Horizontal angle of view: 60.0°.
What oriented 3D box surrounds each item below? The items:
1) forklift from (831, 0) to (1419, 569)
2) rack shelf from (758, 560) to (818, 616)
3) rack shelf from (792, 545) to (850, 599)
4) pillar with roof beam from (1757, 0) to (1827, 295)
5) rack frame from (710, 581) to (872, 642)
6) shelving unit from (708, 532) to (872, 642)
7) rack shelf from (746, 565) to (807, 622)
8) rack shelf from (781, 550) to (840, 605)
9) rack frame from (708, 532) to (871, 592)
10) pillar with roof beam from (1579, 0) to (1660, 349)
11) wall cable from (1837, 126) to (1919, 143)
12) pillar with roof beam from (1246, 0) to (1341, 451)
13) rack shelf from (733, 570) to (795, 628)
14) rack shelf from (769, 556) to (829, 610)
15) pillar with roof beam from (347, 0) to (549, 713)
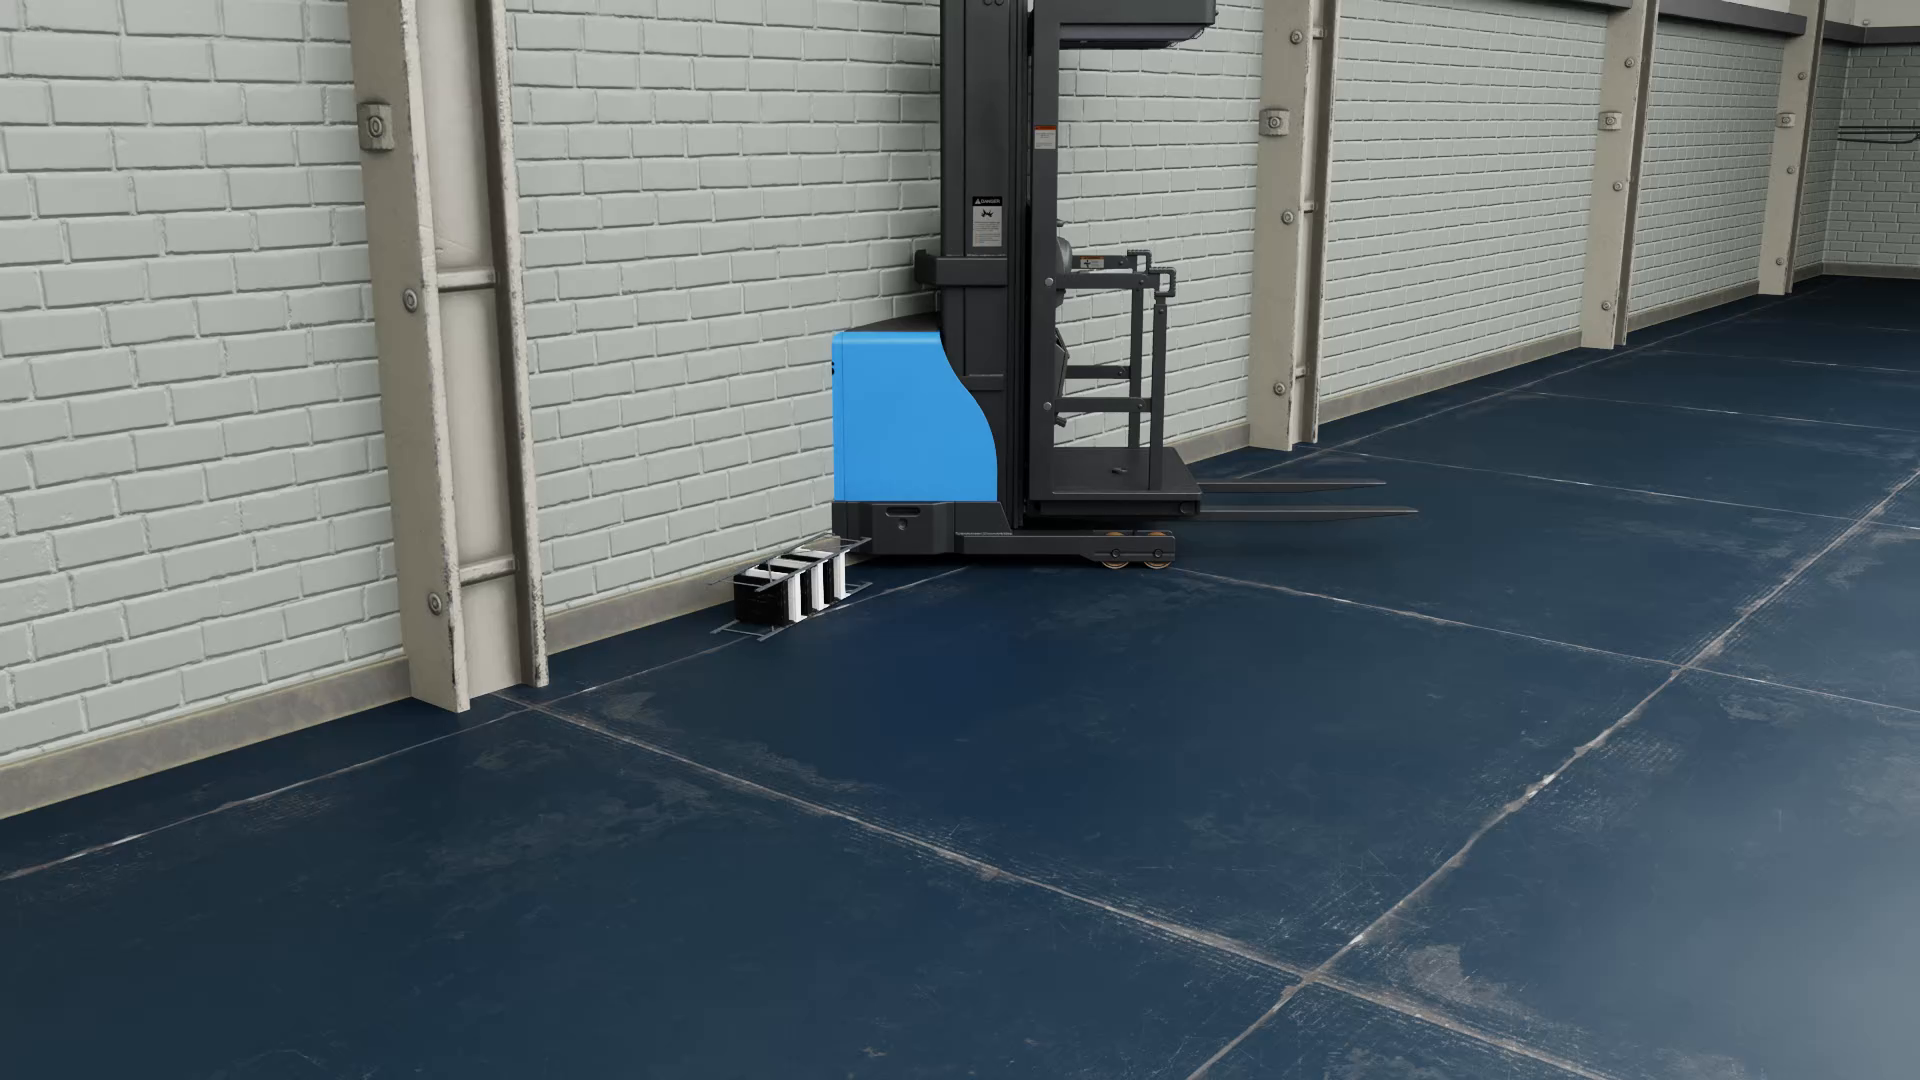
[{"bbox_3d":[0.623,-1.420,7.760,3.031,2.935,1.130,0,14,0],"label":"forklift"},{"bbox_3d":[-0.719,0.196,6.911,0.258,0.200,0.077,7,16,25],"label":"rack shelf"},{"bbox_3d":[-0.599,0.134,7.145,0.258,0.200,0.077,7,16,25],"label":"rack shelf"},{"bbox_3d":[12.924,-6.605,15.845,9.100,9.000,0.400,11,18,38],"label":"pillar with roof beam"},{"bbox_3d":[-0.693,0.281,6.986,0.240,0.006,0.900,7,16,25],"label":"rack frame"},{"bbox_3d":[-0.694,0.183,6.960,0.258,0.210,0.900,7,16,25],"label":"shelving unit"},{"bbox_3d":[-0.759,0.217,6.833,0.258,0.200,0.077,7,16,25],"label":"rack shelf"},{"bbox_3d":[-0.639,0.155,7.067,0.258,0.200,0.077,7,16,25],"label":"rack shelf"},{"bbox_3d":[-0.694,0.085,6.935,0.240,0.006,0.900,7,16,25],"label":"rack frame"},{"bbox_3d":[9.152,-5.456,11.322,9.100,9.000,0.400,11,18,38],"label":"pillar with roof beam"},{"bbox_3d":[12.455,-6.125,20.265,3.097,2.526,0.112,11,18,38],"label":"wall cable"},{"bbox_3d":[5.381,-4.306,6.799,9.100,9.000,0.400,11,18,38],"label":"pillar with roof beam"},{"bbox_3d":[-0.799,0.237,6.755,0.258,0.200,0.077,7,16,25],"label":"rack shelf"},{"bbox_3d":[-0.679,0.175,6.989,0.258,0.200,0.077,7,16,25],"label":"rack shelf"},{"bbox_3d":[1.610,-3.157,2.275,9.100,9.000,0.400,11,18,38],"label":"pillar with roof beam"}]
